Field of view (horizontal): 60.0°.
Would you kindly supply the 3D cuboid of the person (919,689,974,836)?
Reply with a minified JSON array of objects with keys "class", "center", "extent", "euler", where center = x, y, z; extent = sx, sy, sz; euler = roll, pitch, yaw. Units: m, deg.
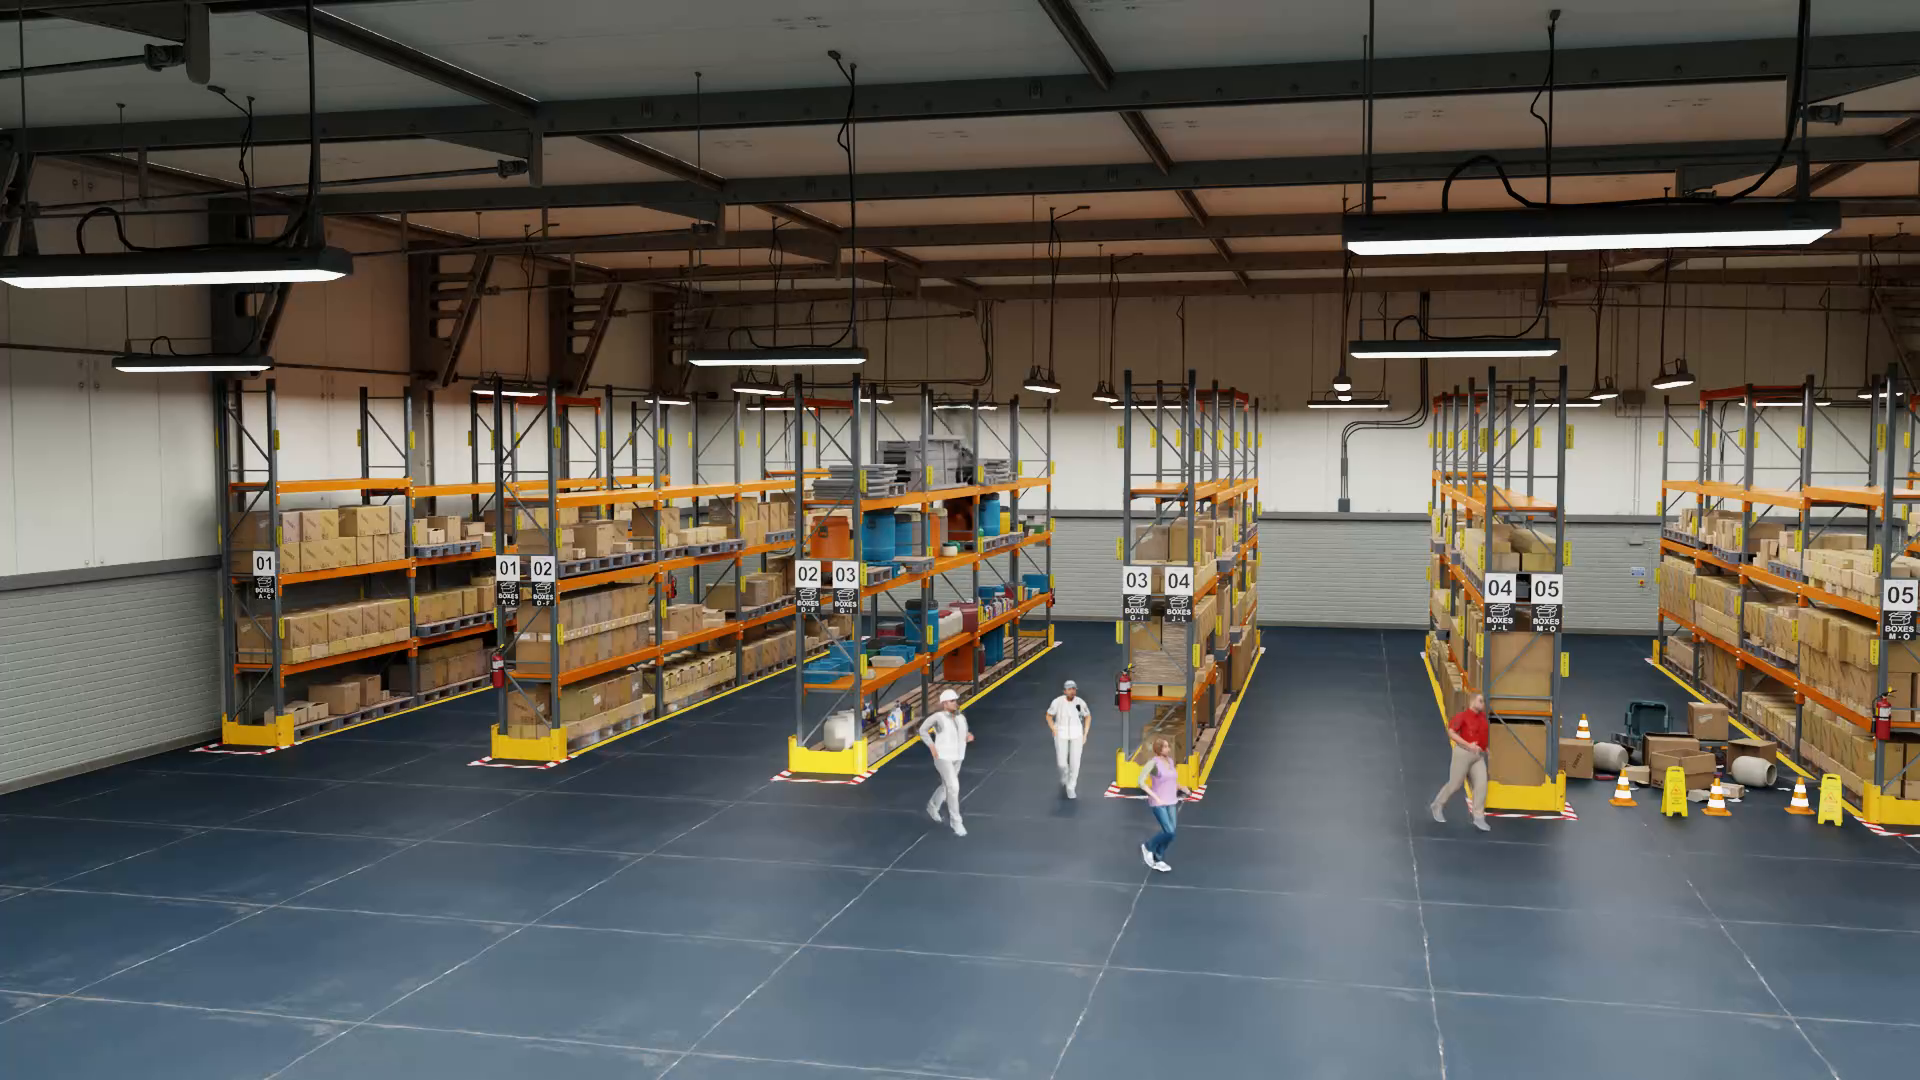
[{"class":"person","center":[-0.151,2.829,21.390],"extent":[0.845,1.827,0.647],"euler":[3,5,44]}]

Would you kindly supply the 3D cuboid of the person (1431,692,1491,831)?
[{"class":"person","center":[6.653,2.836,21.571],"extent":[0.715,1.716,0.896],"euler":[-2,4,-27]}]

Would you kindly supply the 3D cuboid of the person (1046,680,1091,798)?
[{"class":"person","center":[1.536,2.794,23.474],"extent":[0.639,1.638,0.530],"euler":[0,3,2]}]

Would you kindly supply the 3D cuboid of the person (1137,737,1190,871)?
[{"class":"person","center":[2.384,3.064,19.228],"extent":[0.531,1.554,0.505],"euler":[-3,5,-43]}]
